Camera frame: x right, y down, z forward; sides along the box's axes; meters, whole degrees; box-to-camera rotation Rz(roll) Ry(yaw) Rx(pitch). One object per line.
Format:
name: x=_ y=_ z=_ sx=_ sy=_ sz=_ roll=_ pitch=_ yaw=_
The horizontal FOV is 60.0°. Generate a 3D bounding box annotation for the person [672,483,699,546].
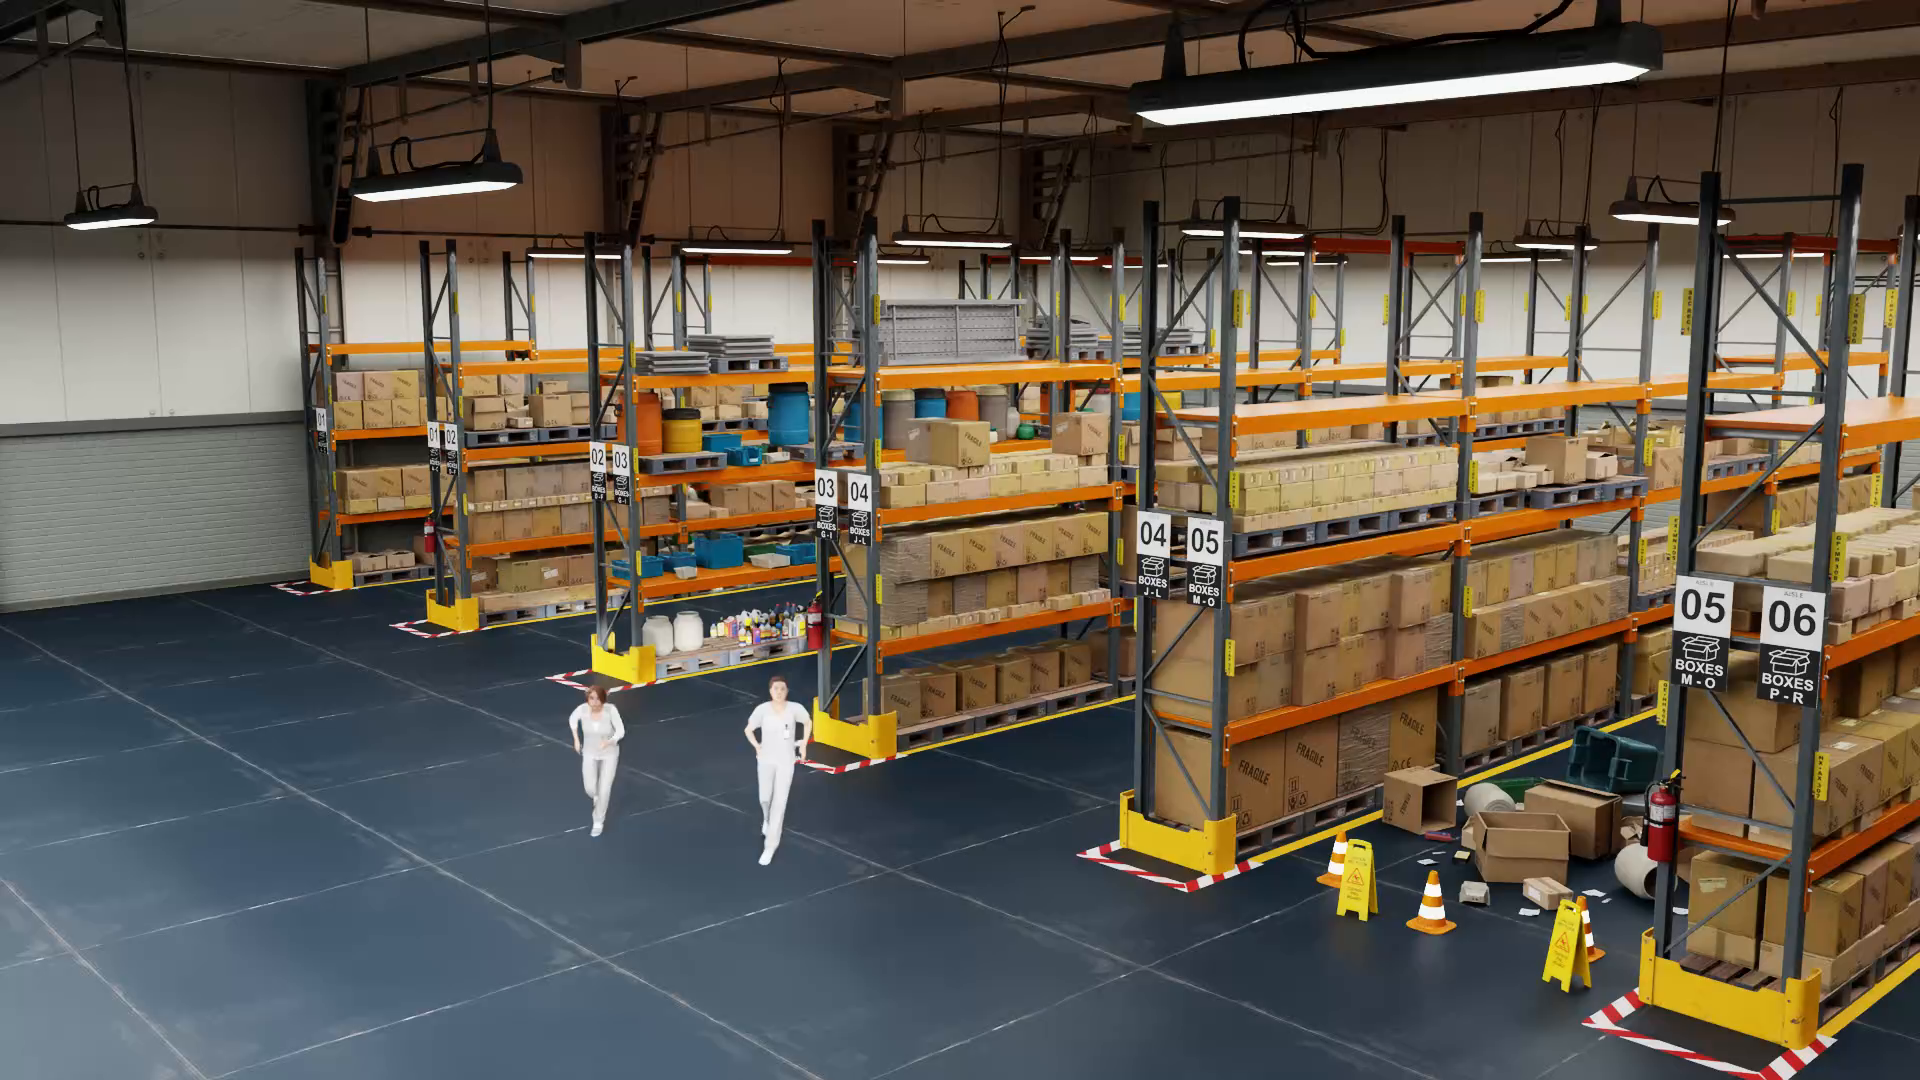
person: x=-5.331 y=-0.434 z=32.342 sx=0.649 sy=1.774 sz=0.845 roll=8 pitch=11 yaw=42

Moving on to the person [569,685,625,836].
person: x=-3.478 y=2.103 z=15.963 sx=0.527 sy=1.530 sz=0.666 roll=-1 pitch=8 yaw=-9

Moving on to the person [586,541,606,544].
person: x=-6.848 y=-0.158 z=30.964 sx=0.684 sy=1.599 sz=0.867 roll=3 pitch=9 yaw=19

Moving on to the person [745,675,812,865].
person: x=-1.696 y=2.076 z=15.475 sx=0.607 sy=1.666 sz=0.975 roll=0 pitch=8 yaw=2
